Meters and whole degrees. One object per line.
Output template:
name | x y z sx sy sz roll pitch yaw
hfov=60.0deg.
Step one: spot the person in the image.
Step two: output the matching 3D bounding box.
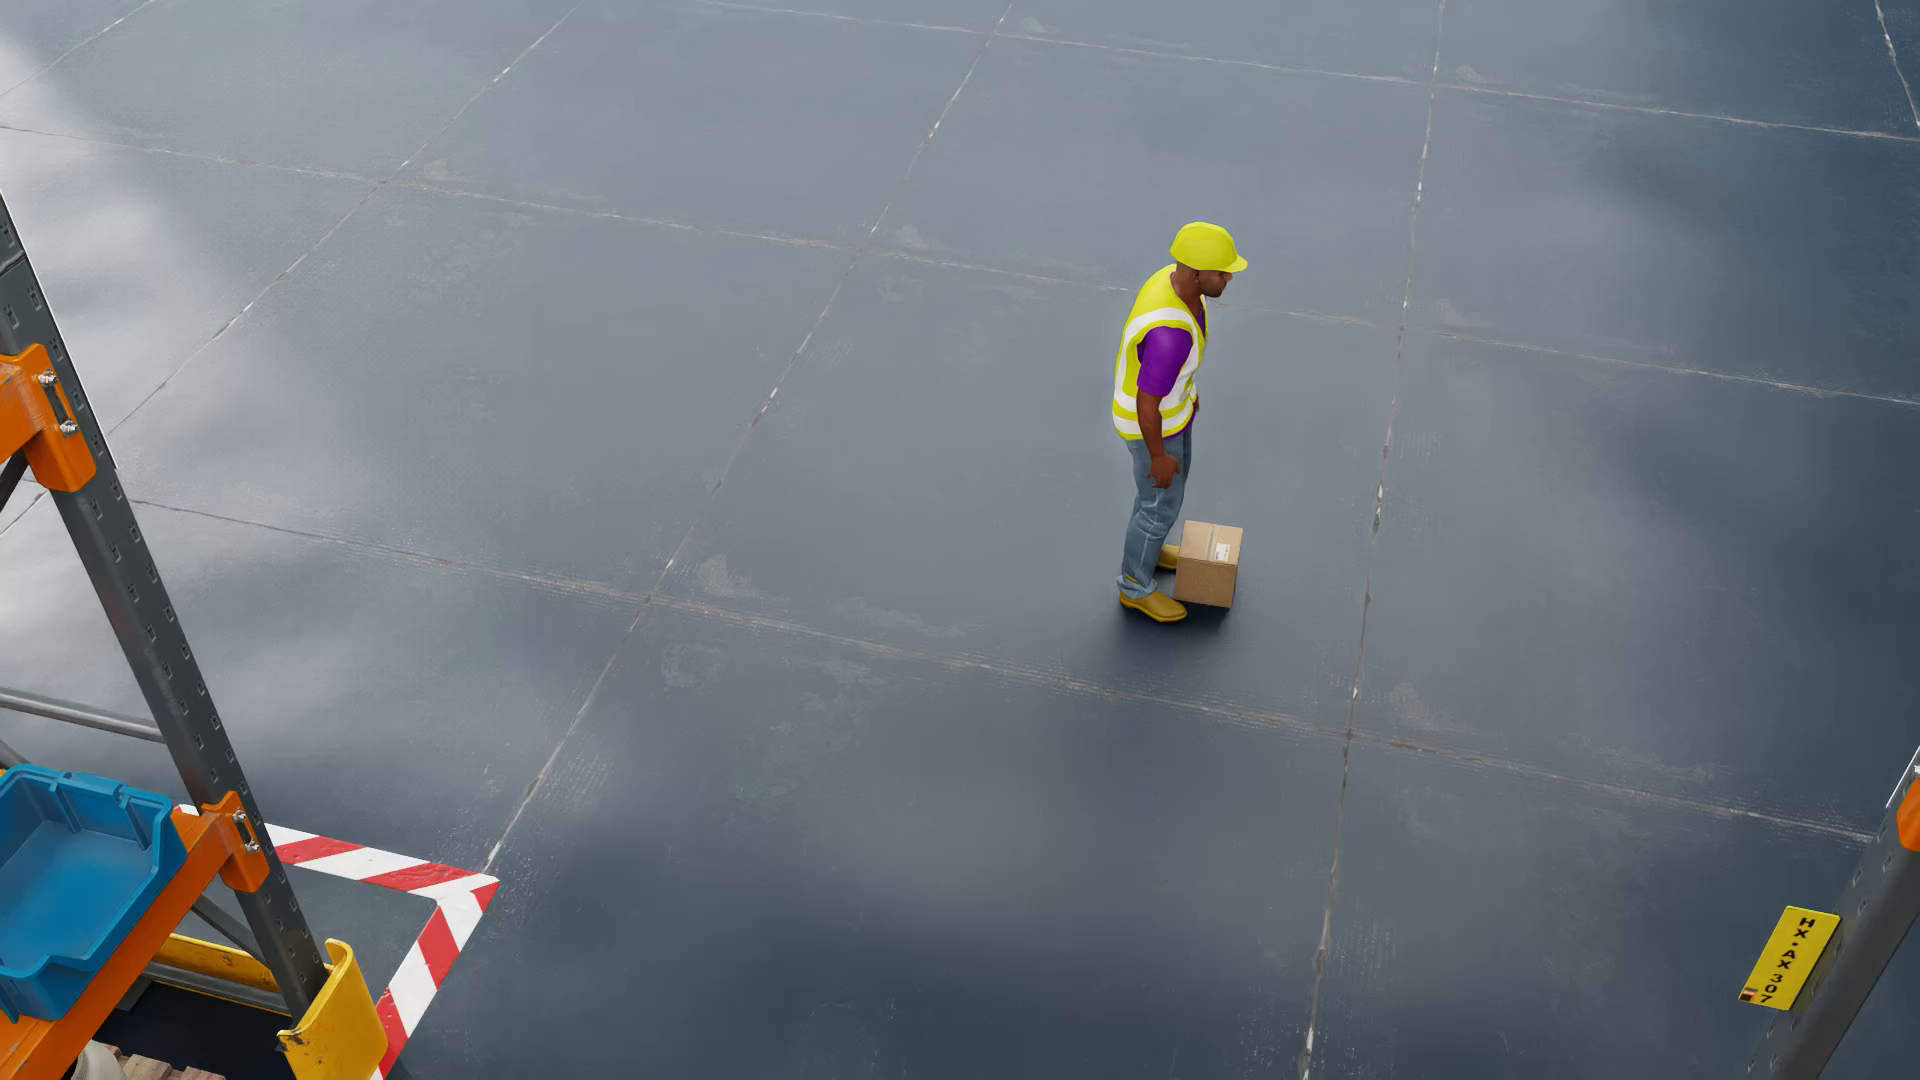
person | 0.846 -0.495 6.718 0.458 1.761 0.628 10 42 12
